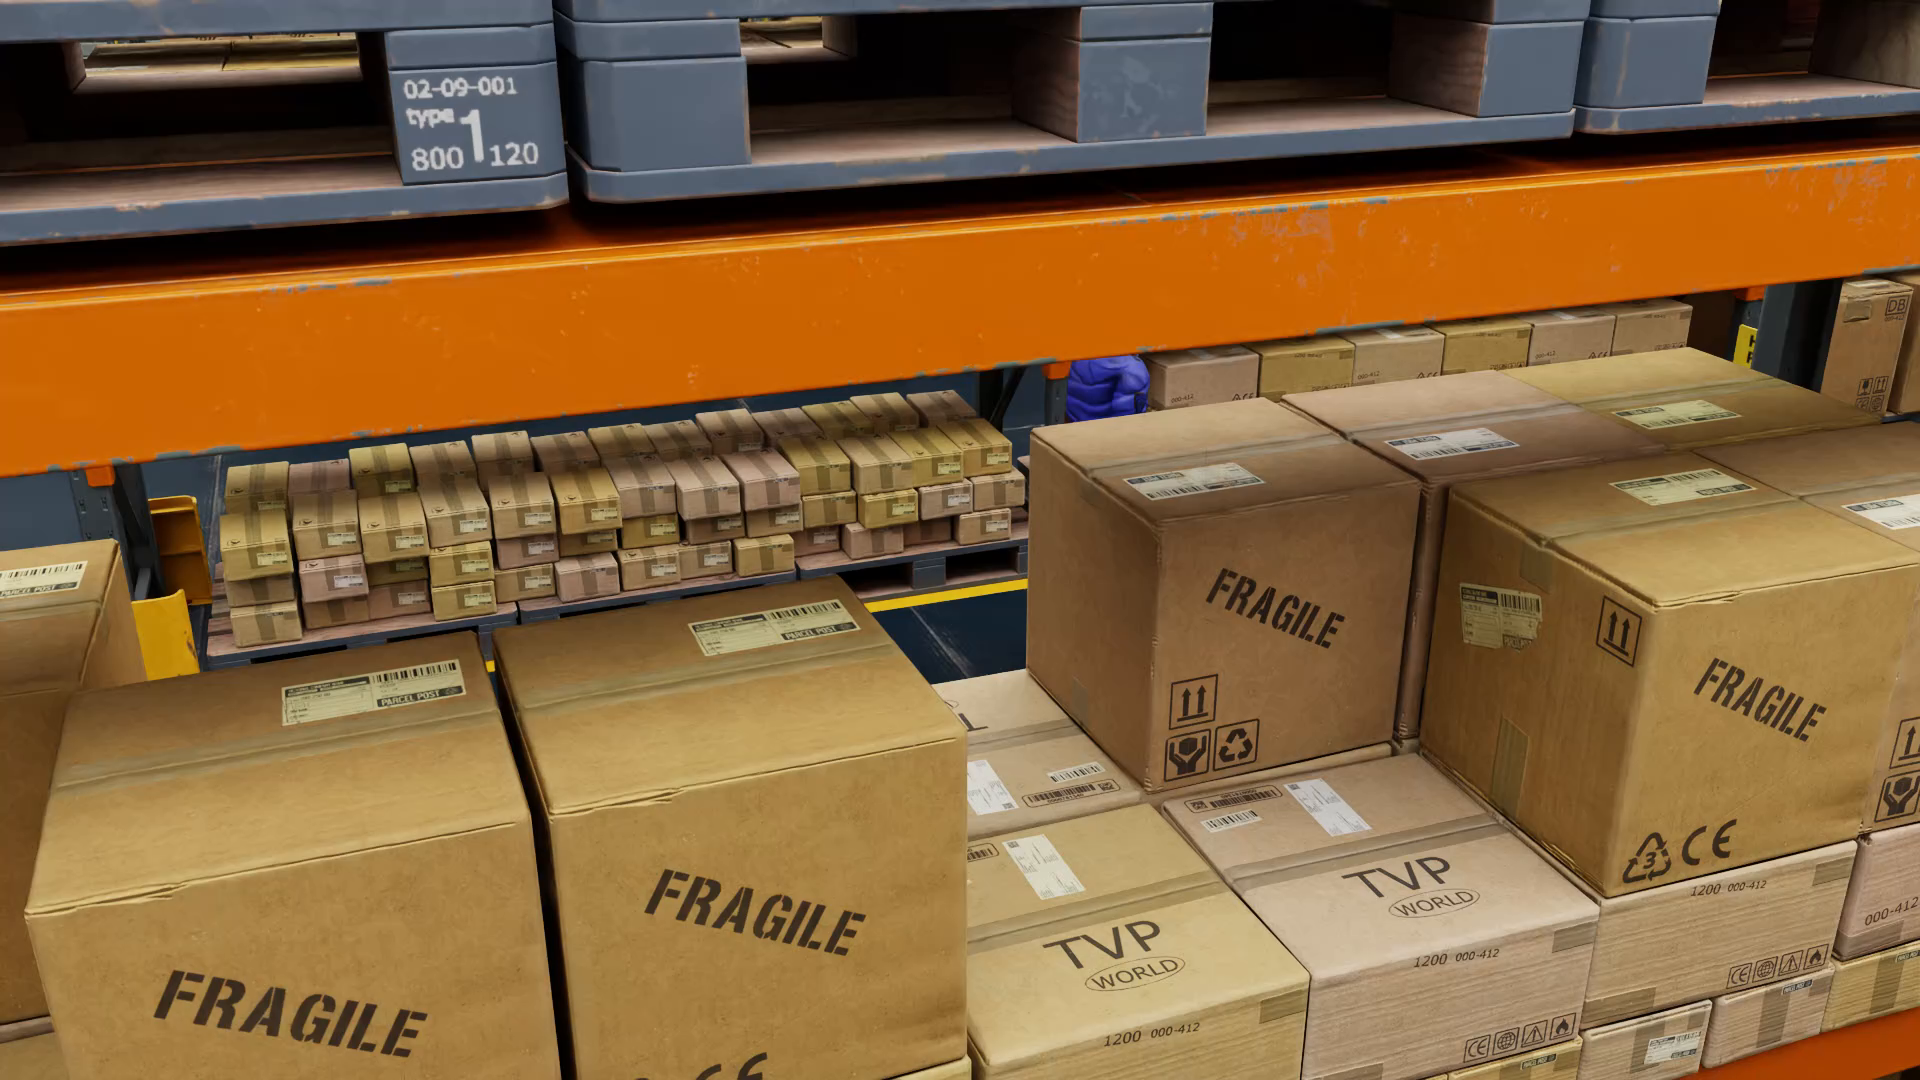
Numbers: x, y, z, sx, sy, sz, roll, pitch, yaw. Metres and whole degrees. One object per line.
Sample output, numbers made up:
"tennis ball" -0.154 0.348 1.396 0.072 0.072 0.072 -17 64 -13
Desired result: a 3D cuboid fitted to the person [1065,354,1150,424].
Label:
"person" 0.598 -0.217 6.621 0.350 1.653 0.527 -11 25 -24
